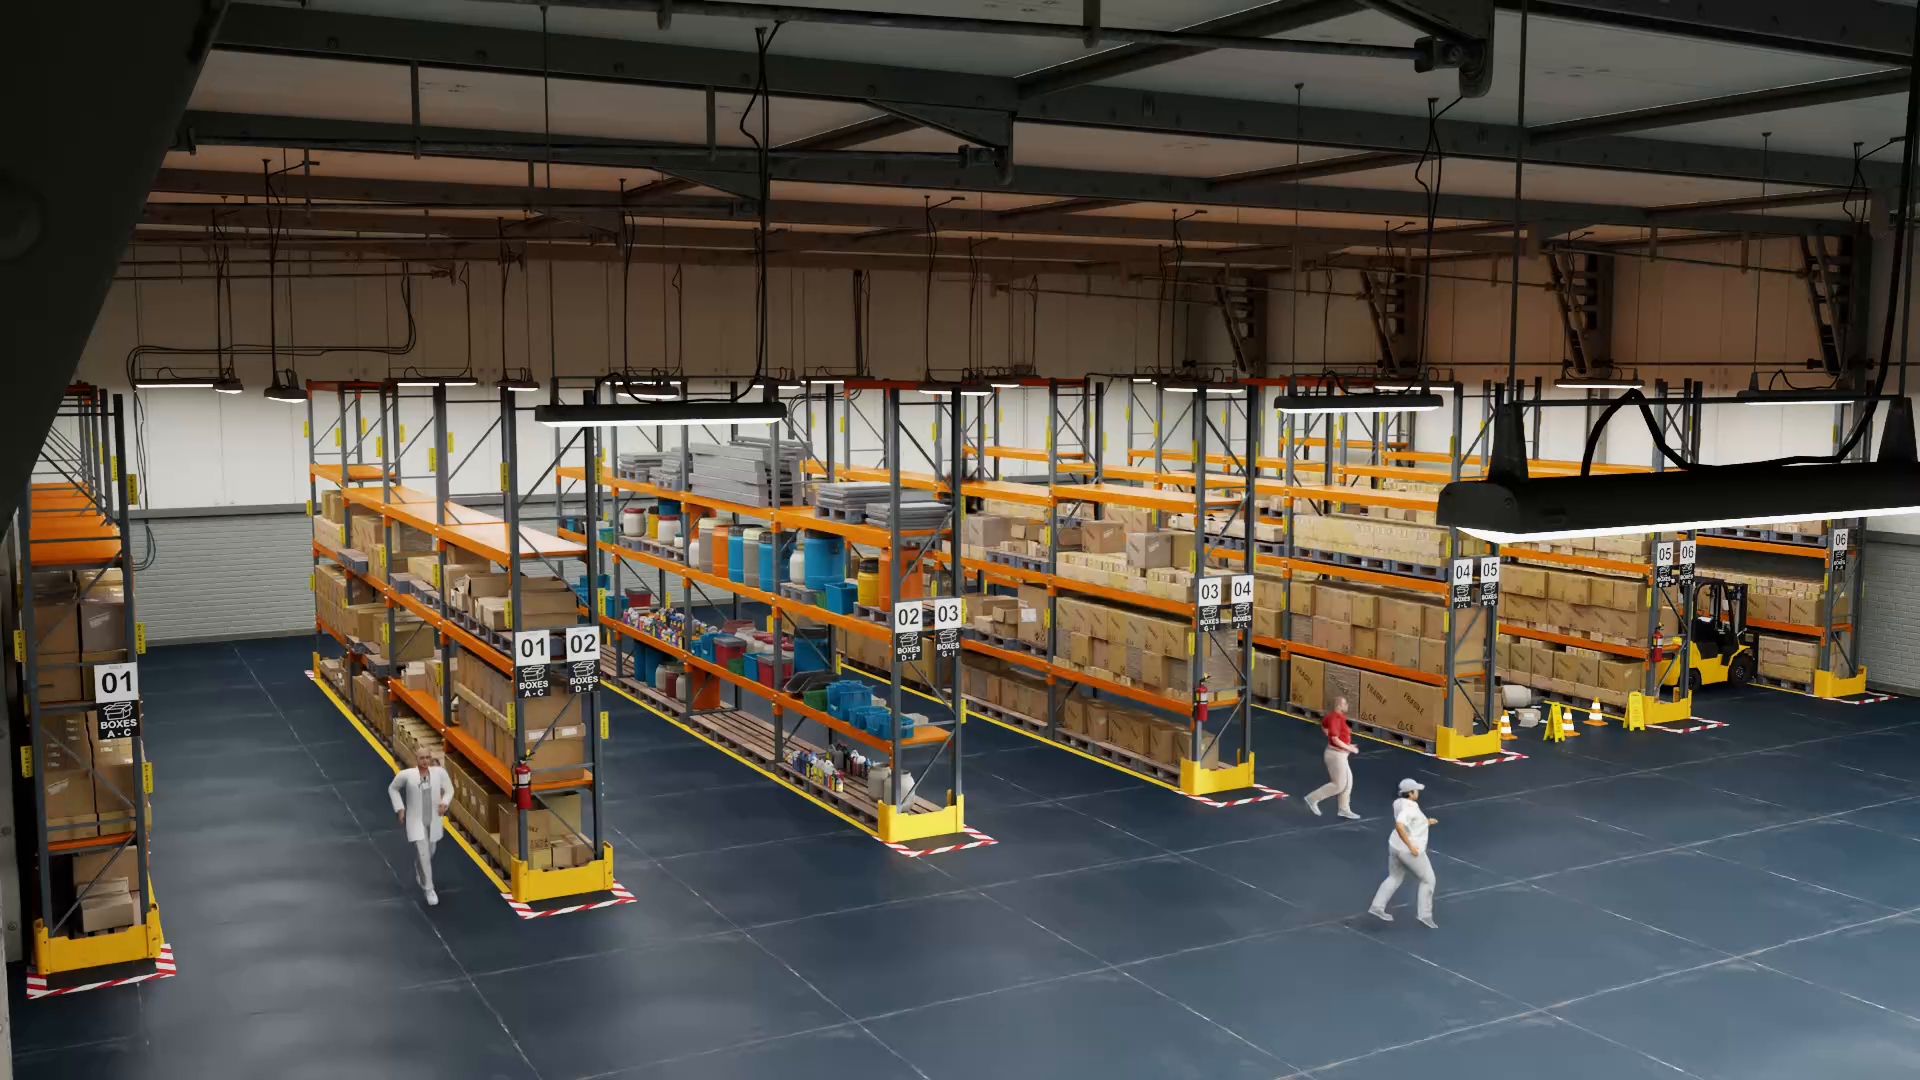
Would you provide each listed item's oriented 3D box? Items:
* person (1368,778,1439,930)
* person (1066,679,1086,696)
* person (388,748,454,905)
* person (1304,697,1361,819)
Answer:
[{"bbox_3d":[5.002,3.526,18.647,0.754,1.727,0.580,-1,6,-13],"label":"person"},{"bbox_3d":[2.297,2.150,31.653,0.574,1.658,0.558,-5,8,-40],"label":"person"},{"bbox_3d":[-6.365,3.343,19.751,0.719,1.769,1.036,-4,7,-33],"label":"person"},{"bbox_3d":[5.199,3.032,23.153,0.795,1.733,0.689,1,6,7],"label":"person"}]
